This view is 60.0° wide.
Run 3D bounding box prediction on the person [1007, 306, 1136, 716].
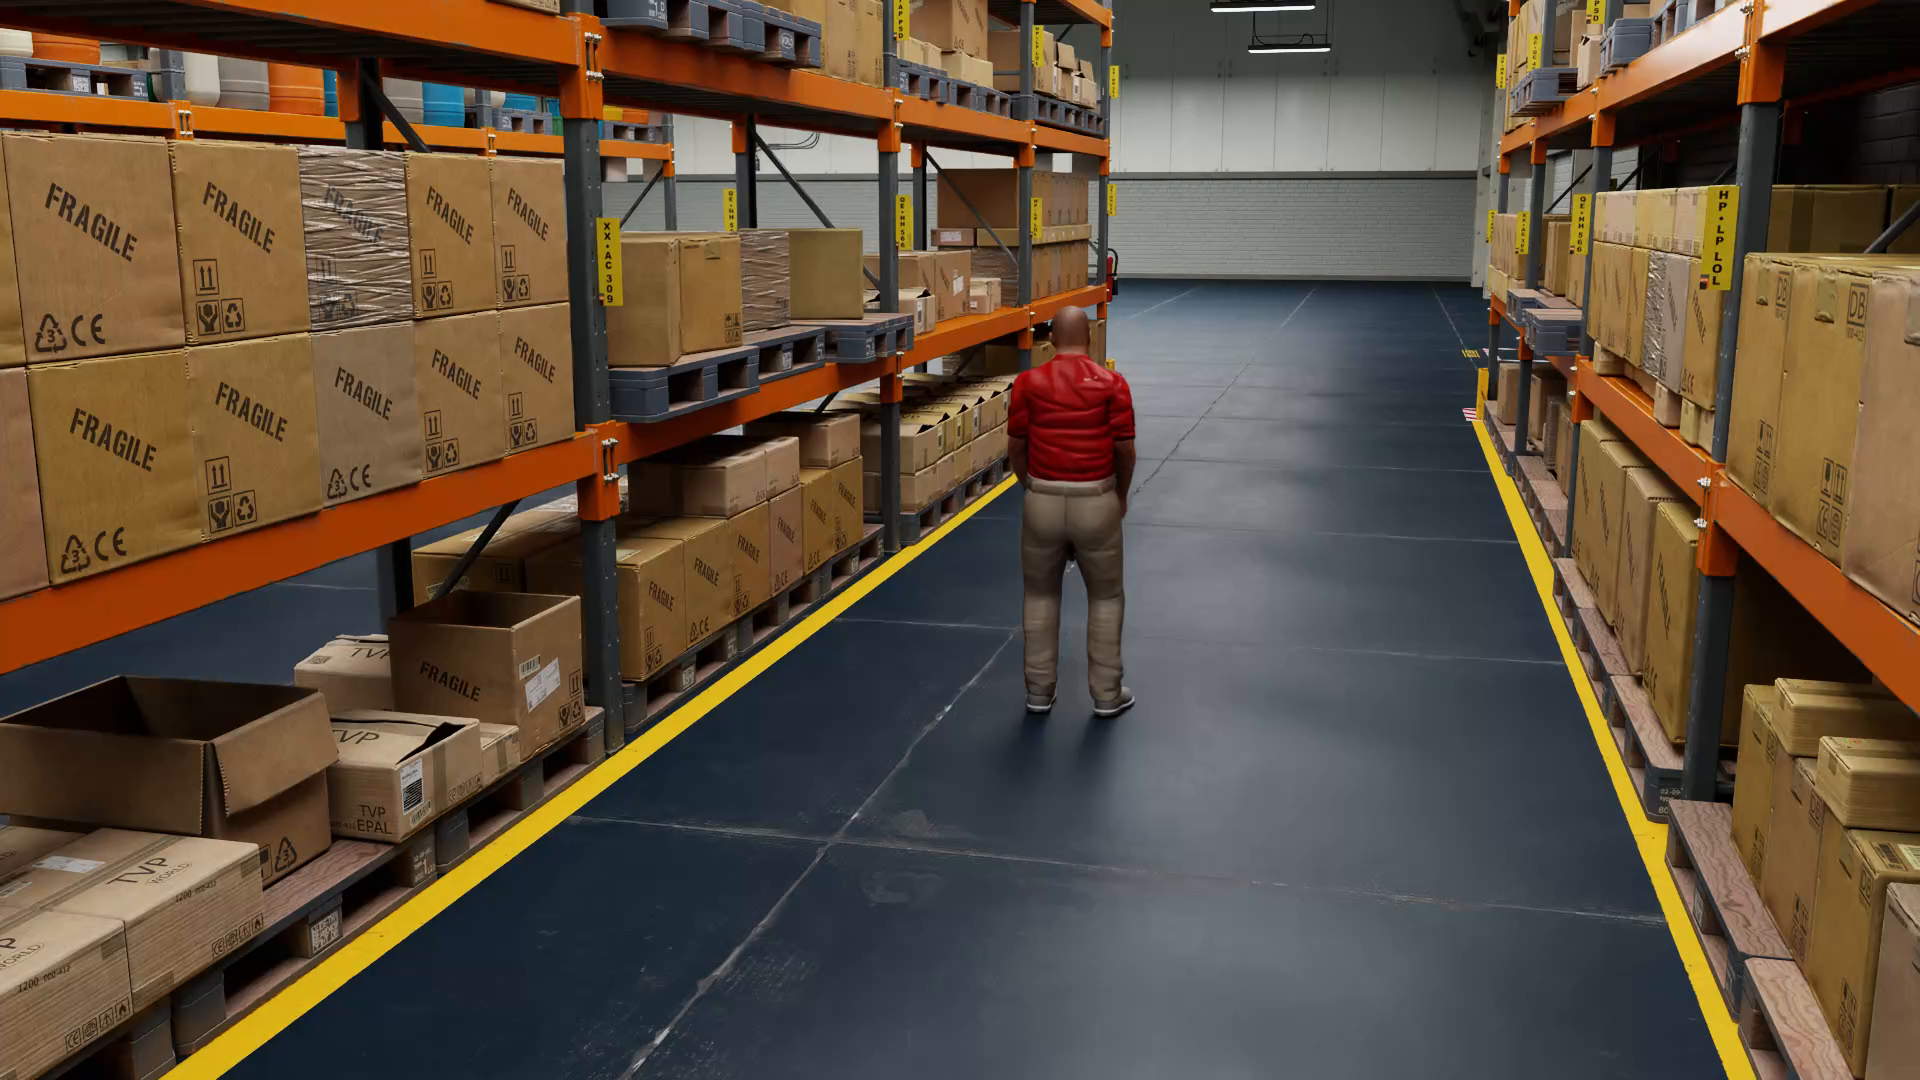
[{"bbox_3d":[0.478,-0.123,7.075,0.543,1.733,0.418,3,12,13],"label":"person"}]
